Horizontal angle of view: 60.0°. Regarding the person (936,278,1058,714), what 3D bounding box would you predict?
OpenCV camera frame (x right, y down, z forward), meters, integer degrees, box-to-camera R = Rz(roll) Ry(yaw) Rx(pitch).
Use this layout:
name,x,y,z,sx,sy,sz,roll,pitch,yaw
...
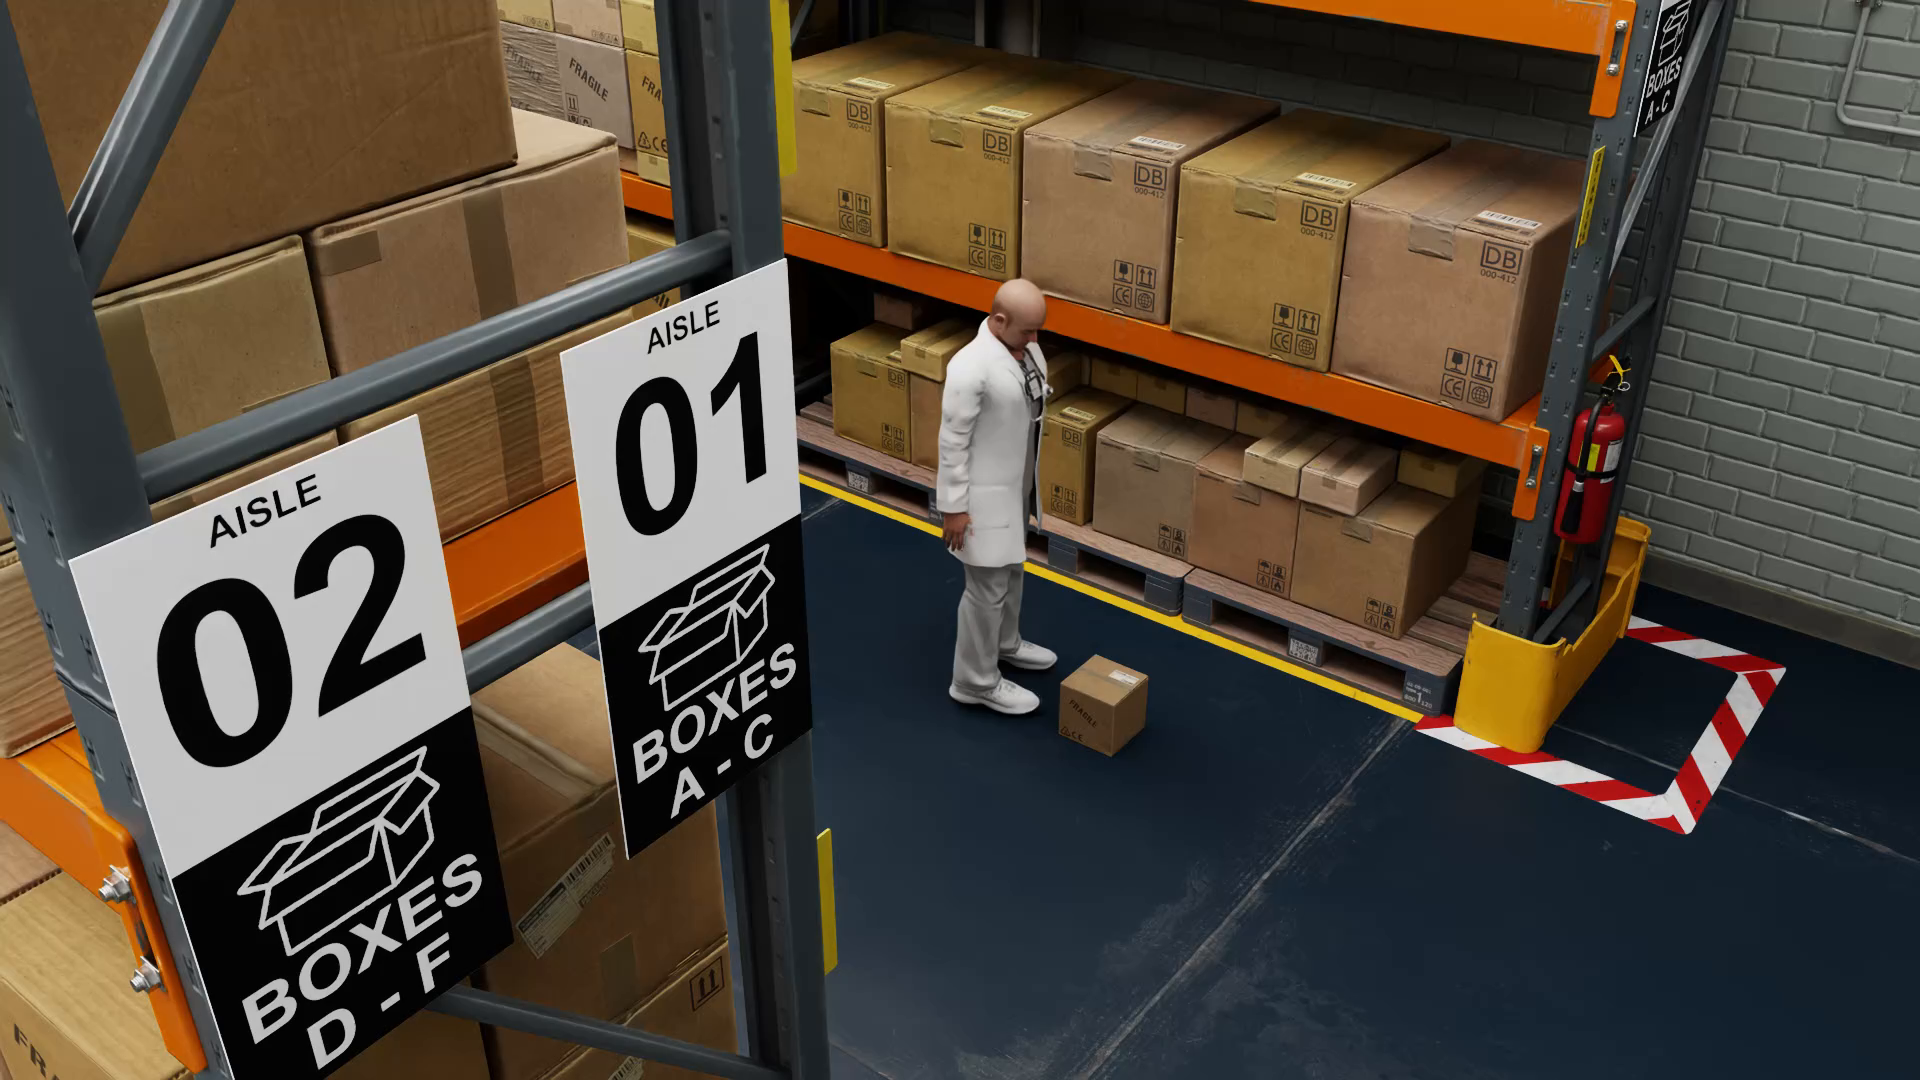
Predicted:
name,x,y,z,sx,sy,sz,roll,pitch,yaw
person,0.187,-0.177,6.417,0.430,1.759,0.623,15,34,23
